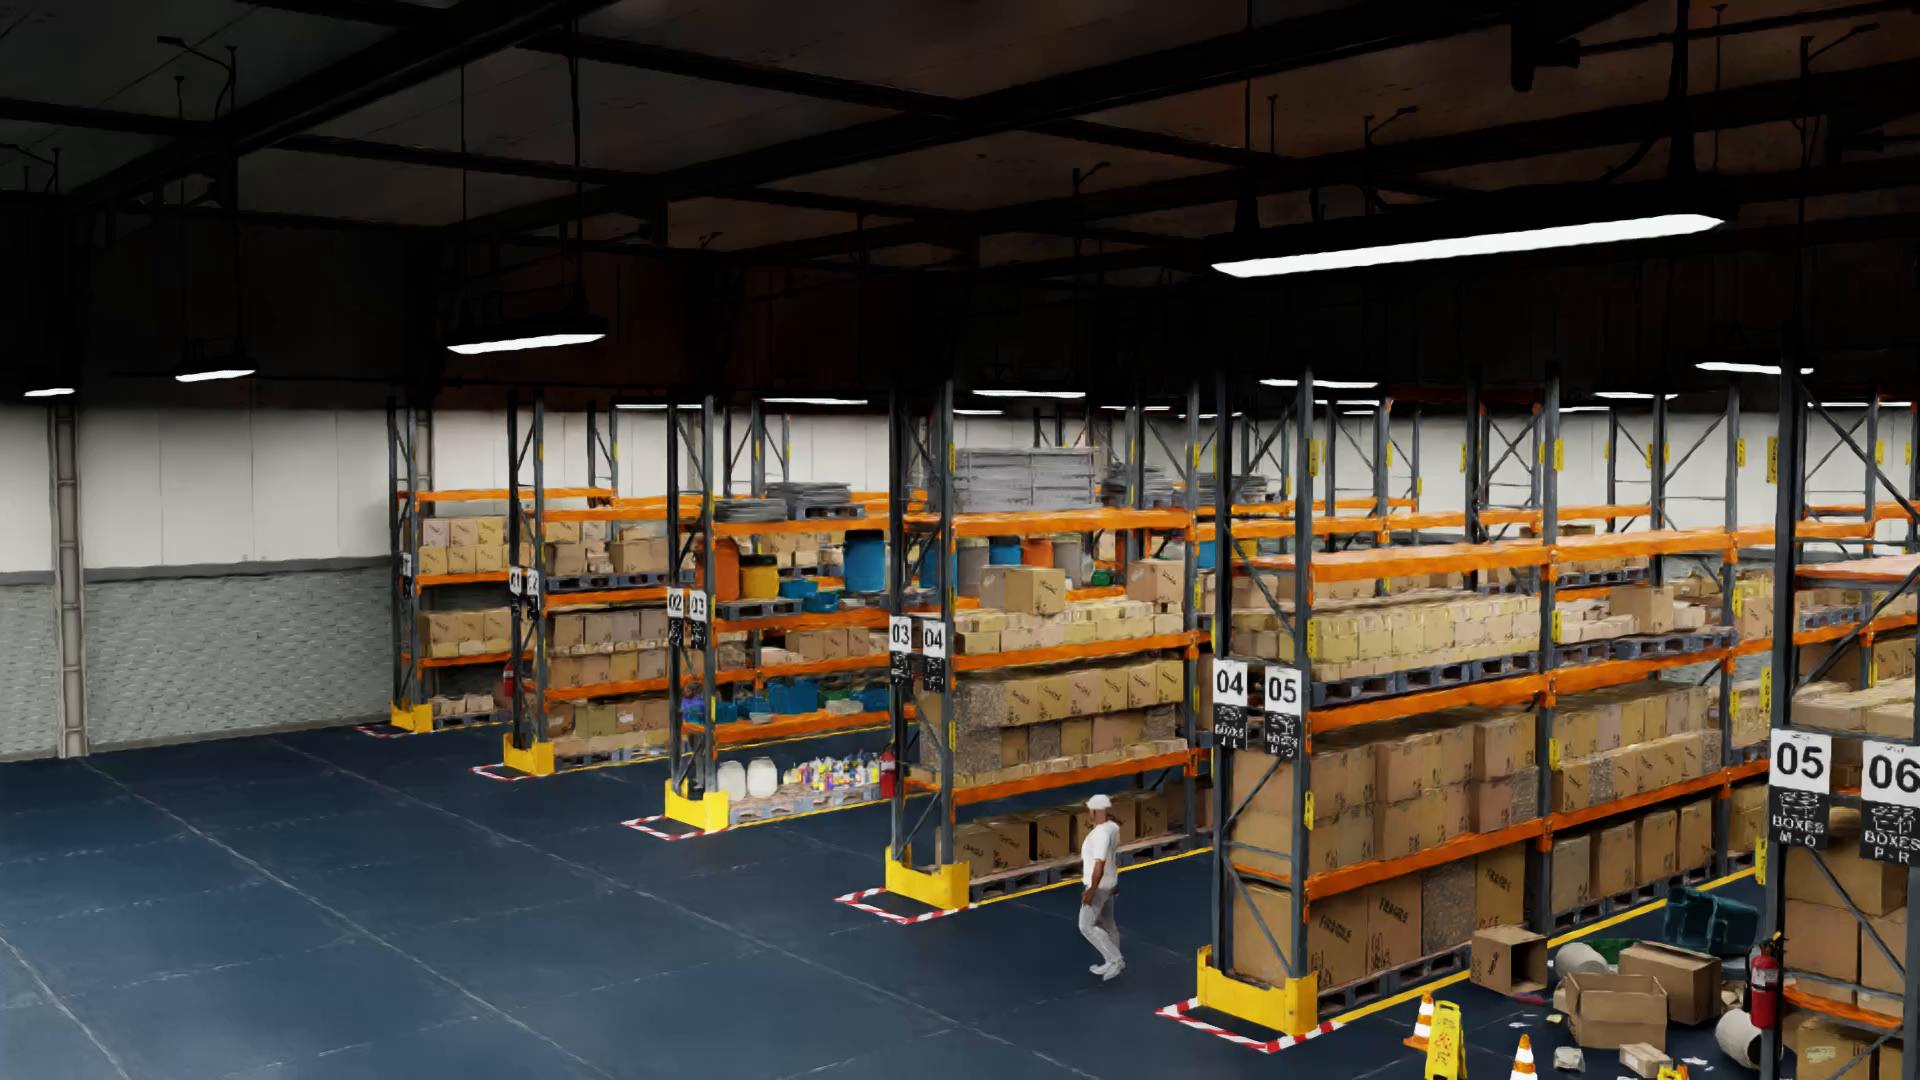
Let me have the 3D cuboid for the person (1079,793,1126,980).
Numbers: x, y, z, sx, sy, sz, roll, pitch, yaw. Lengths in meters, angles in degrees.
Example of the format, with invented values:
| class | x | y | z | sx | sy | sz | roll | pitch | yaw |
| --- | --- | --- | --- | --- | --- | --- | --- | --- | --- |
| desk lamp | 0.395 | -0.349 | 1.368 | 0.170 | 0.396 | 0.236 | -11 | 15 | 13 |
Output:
| class | x | y | z | sx | sy | sz | roll | pitch | yaw |
| --- | --- | --- | --- | --- | --- | --- | --- | --- | --- |
| person | 1.403 | 3.335 | 16.042 | 0.457 | 1.760 | 0.714 | 1 | 3 | 16 |

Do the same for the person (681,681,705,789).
| class | x | y | z | sx | sy | sz | roll | pitch | yaw |
| --- | --- | --- | --- | --- | --- | --- | --- | --- | --- |
| person | -3.943 | 2.907 | 25.037 | 0.613 | 1.577 | 0.805 | 2 | 4 | 33 |
